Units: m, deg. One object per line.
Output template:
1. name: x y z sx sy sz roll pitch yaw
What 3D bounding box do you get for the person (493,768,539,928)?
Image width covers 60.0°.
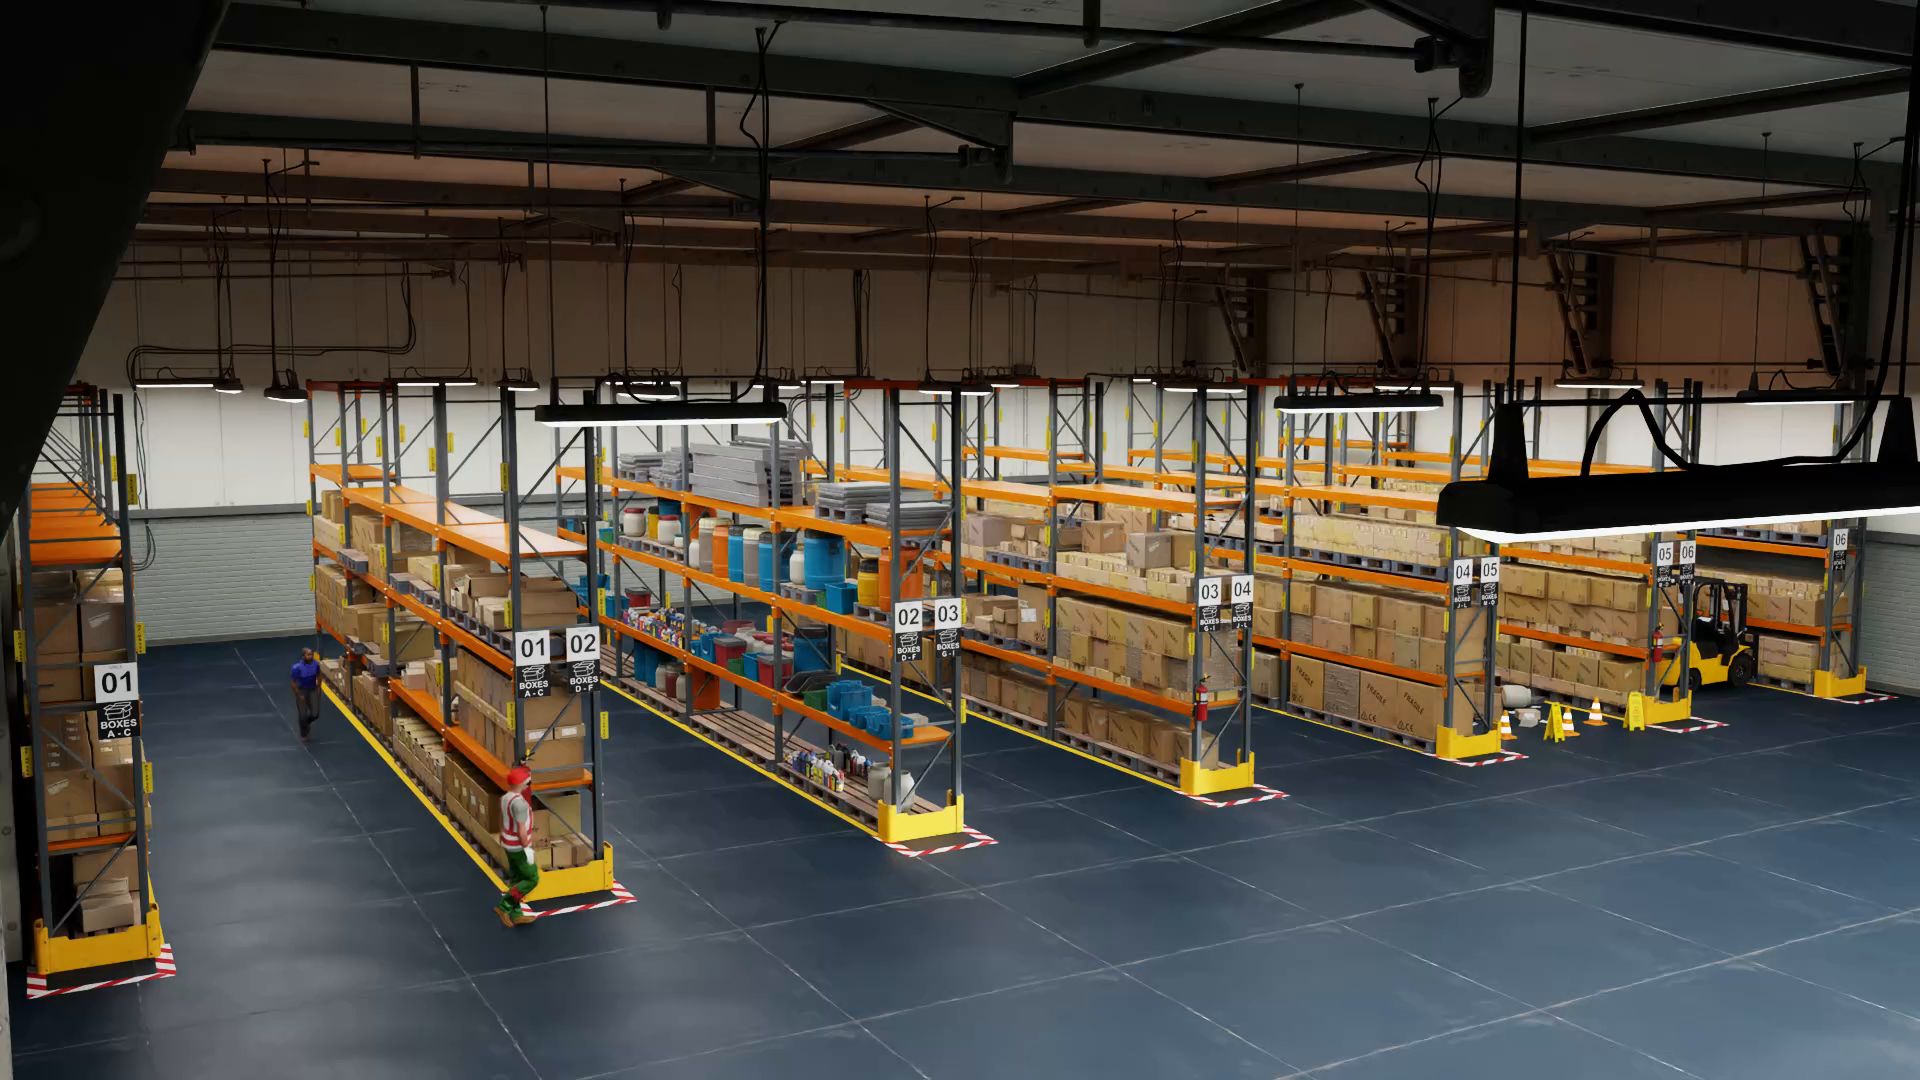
1. person: -5.004 3.448 18.612 0.500 1.789 0.568 -3 7 -27

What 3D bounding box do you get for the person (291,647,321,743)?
1. person: -10.975 2.581 27.913 0.520 1.615 0.516 -4 7 -33

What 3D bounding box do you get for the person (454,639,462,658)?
1. person: -9.741 2.086 32.615 0.447 1.619 0.467 -4 7 -32
